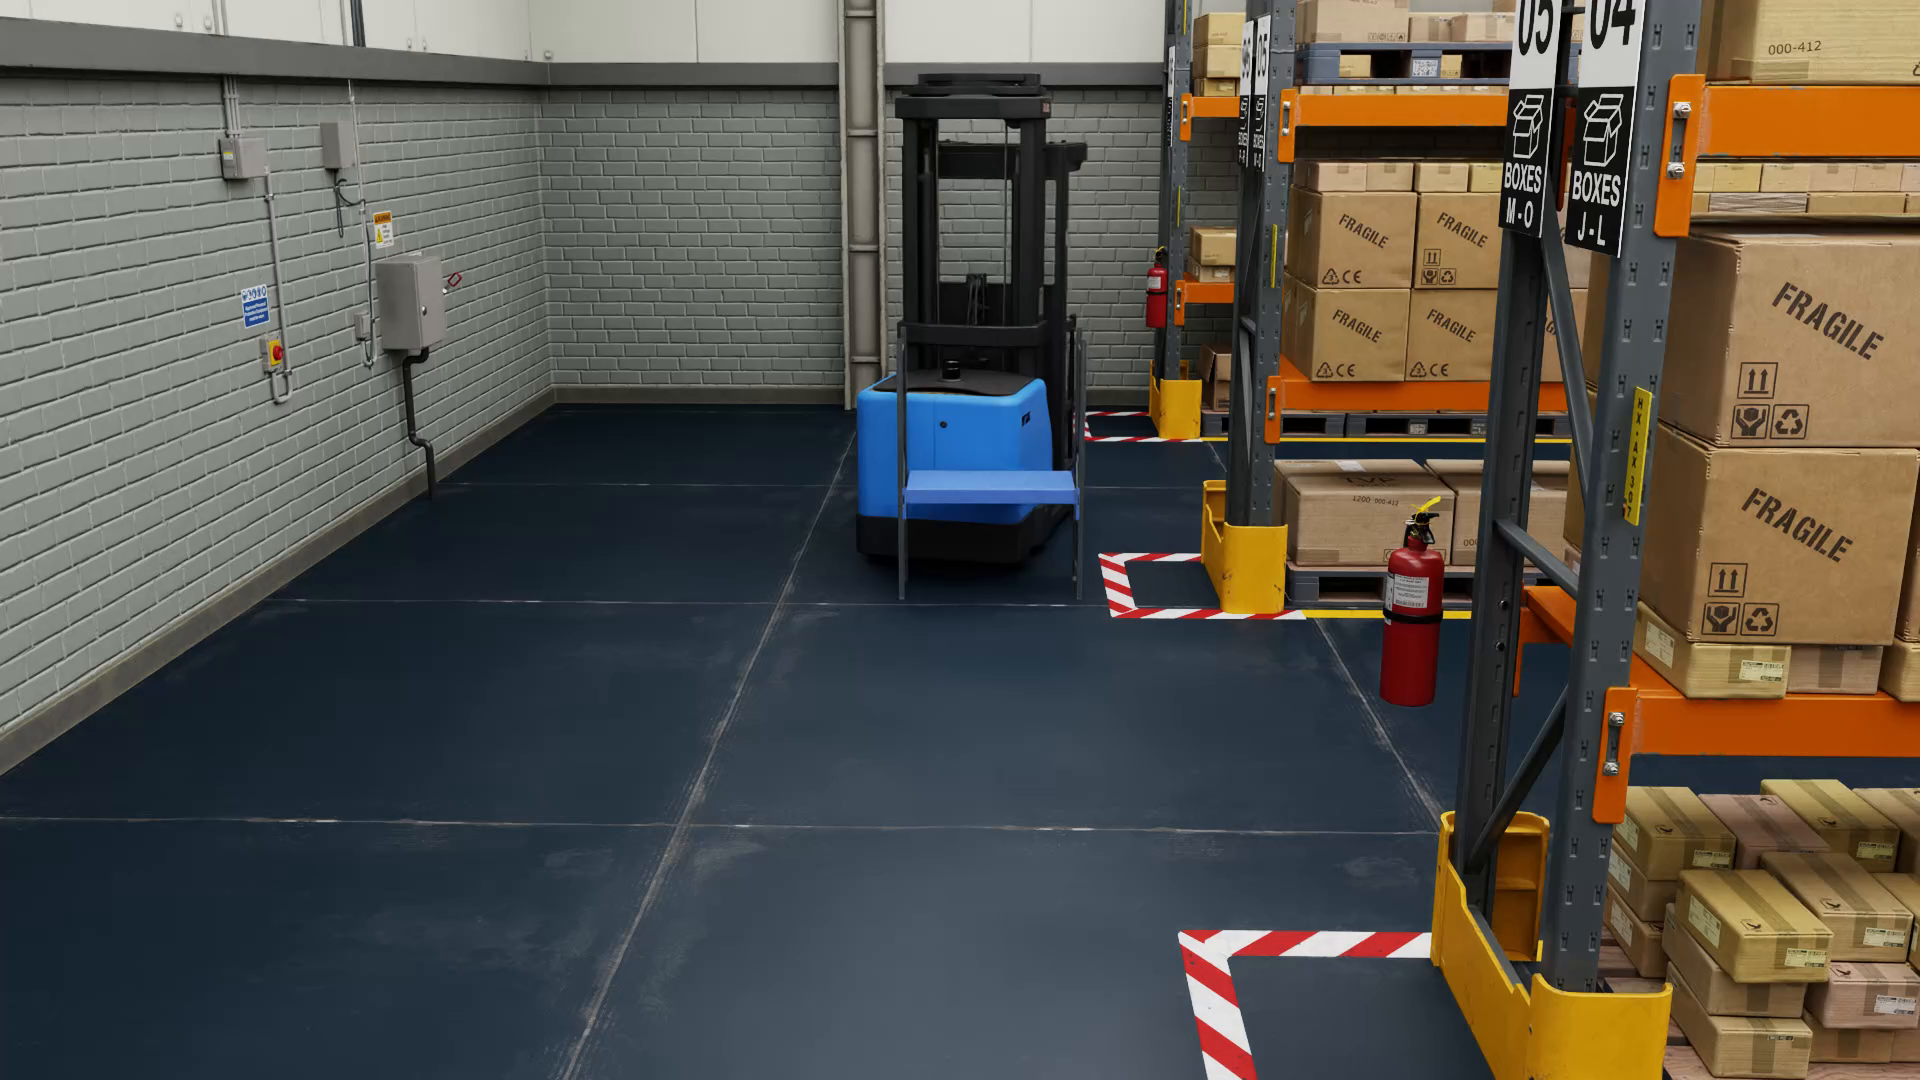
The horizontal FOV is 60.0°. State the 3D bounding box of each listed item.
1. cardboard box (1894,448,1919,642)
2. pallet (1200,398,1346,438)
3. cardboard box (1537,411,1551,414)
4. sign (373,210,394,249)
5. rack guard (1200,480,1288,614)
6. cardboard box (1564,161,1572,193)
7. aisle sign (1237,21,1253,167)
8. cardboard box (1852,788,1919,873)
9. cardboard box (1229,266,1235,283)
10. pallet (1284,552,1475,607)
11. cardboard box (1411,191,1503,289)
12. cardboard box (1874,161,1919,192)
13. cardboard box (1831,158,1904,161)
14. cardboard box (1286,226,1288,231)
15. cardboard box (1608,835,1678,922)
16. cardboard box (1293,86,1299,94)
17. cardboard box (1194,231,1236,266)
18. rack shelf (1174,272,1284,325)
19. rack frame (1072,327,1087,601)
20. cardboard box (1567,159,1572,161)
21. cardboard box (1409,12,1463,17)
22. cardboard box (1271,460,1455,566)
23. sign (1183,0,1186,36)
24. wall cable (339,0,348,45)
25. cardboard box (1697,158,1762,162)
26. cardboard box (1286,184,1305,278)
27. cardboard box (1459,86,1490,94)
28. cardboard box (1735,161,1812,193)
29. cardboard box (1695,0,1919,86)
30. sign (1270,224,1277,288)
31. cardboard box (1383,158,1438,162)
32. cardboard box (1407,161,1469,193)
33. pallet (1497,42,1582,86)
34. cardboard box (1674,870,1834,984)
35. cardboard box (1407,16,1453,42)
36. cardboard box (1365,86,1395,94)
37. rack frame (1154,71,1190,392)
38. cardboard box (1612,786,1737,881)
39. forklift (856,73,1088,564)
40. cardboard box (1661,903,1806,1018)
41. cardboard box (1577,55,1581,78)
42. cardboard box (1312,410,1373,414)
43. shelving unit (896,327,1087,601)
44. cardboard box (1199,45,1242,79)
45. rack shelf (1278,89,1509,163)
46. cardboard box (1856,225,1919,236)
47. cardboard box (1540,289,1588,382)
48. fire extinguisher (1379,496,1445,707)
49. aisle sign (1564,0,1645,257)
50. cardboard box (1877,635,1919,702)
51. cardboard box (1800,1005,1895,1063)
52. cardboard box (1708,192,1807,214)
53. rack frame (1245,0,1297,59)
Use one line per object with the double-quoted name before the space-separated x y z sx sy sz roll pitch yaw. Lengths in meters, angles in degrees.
"cardboard box" 2.631 -0.045 4.350 0.500 0.500 0.500 0 15 2
"pallet" 2.675 -1.098 14.588 1.213 0.211 1.003 0 15 1
"cardboard box" 4.880 -1.238 14.188 0.258 0.266 0.396 1 15 3
"sign" -3.967 -2.138 11.445 0.001 0.242 0.339 0 15 1
"rack guard" 1.655 0.023 9.774 0.348 0.500 1.175 0 15 1
"cardboard box" 3.324 -1.946 8.909 0.250 0.149 0.380 1 15 2
"aisle sign" 1.615 -2.522 9.425 0.004 0.787 0.394 0 15 1
"cardboard box" 2.959 0.907 5.121 0.250 0.149 0.380 0 15 -1
"cardboard box" 2.379 -2.268 14.050 0.250 0.149 0.380 1 15 3
"pallet" 2.480 0.148 9.867 1.213 0.211 1.003 0 15 1
"cardboard box" 2.668 -1.640 9.021 0.500 0.500 0.500 0 15 0
"cardboard box" 5.101 -1.956 8.945 0.250 0.149 0.380 1 15 3
"cardboard box" 5.112 -2.071 9.383 0.250 0.149 0.380 1 15 2
"cardboard box" 2.784 -2.584 14.465 0.500 0.250 0.500 0 15 2
"cardboard box" 2.189 1.039 5.203 0.250 0.149 0.380 0 15 0
"cardboard box" 2.634 -3.718 13.666 0.250 0.149 0.380 0 15 2
"cardboard box" 2.249 -2.451 13.962 0.500 0.250 0.500 0 15 2
"rack shelf" 3.802 -2.091 14.295 4.000 0.370 1.077 0 15 1
"rack frame" 0.686 -0.440 9.569 0.032 1.500 0.500 0 15 1
"cardboard box" 3.320 -2.086 9.438 0.250 0.149 0.380 1 15 3
"cardboard box" 3.760 -4.140 13.501 0.500 0.250 0.500 1 15 3
"cardboard box" 2.341 -0.171 9.809 0.875 0.438 0.875 0 15 0
"sign" 1.788 -4.186 13.234 0.005 0.325 0.100 0 15 1
"wall cable" -3.993 -4.244 9.285 0.029 3.000 2.355 0 15 1
"cardboard box" 4.344 -2.088 9.448 0.250 0.149 0.380 0 15 0
"cardboard box" 2.167 -1.775 9.533 0.500 0.500 0.500 1 15 3
"cardboard box" 4.157 -3.700 13.597 0.250 0.149 0.380 1 15 2
"cardboard box" 4.347 -1.949 8.920 0.250 0.149 0.380 0 15 1
"cardboard box" 2.096 -1.233 4.046 0.500 0.250 0.500 1 15 3
"sign" 1.659 -1.501 8.798 0.005 0.325 0.100 0 15 1
"cardboard box" 2.558 -2.104 9.509 0.250 0.149 0.380 0 15 1
"cardboard box" 2.548 -1.944 8.901 0.250 0.149 0.380 1 15 3
"pallet" 3.644 -2.584 9.048 1.213 0.211 1.003 0 15 1
"cardboard box" 2.169 1.055 4.561 0.250 0.149 0.380 0 15 -1
"cardboard box" 2.552 -2.804 9.181 0.250 0.149 0.380 -1 15 -3
"cardboard box" 3.391 -3.705 13.614 0.250 0.149 0.380 0 15 1
"rack frame" 1.802 -2.452 14.253 0.127 3.000 1.000 0 15 1
"cardboard box" 2.189 0.904 5.134 0.250 0.149 0.380 1 15 2
"forklift" 0.227 -1.607 11.184 1.130 2.935 3.031 4 15 14
"cardboard box" 2.171 1.178 4.679 0.250 0.149 0.380 1 15 4
"cardboard box" 4.792 -3.887 13.525 0.500 0.250 0.500 0 15 0
"cardboard box" 3.265 -1.403 14.353 0.500 0.500 0.700 1 15 4
"shelving unit" 0.178 -0.443 9.577 1.048 1.500 0.538 0 15 1
"cardboard box" 2.239 -3.901 13.576 0.500 0.250 0.500 0 15 1
"rack shelf" 3.679 -2.275 9.115 4.000 0.370 1.077 0 15 1
"cardboard box" 2.600 -0.526 4.216 0.500 0.500 0.500 1 15 3
"cardboard box" 3.166 -1.154 9.137 0.500 0.500 0.500 0 15 1
"fire extinguisher" 1.414 0.175 5.178 0.183 0.674 0.296 0 15 1
"aisle sign" 1.573 -1.104 4.048 0.004 0.787 0.394 0 15 1
"cardboard box" 2.492 0.291 4.350 0.250 0.149 0.380 0 15 0
"cardboard box" 2.433 1.318 4.728 0.250 0.149 0.380 0 15 1
"cardboard box" 4.183 -1.631 8.984 0.500 0.500 0.500 1 15 2
"rack frame" 1.679 -4.087 8.690 0.127 3.000 1.000 0 15 1
